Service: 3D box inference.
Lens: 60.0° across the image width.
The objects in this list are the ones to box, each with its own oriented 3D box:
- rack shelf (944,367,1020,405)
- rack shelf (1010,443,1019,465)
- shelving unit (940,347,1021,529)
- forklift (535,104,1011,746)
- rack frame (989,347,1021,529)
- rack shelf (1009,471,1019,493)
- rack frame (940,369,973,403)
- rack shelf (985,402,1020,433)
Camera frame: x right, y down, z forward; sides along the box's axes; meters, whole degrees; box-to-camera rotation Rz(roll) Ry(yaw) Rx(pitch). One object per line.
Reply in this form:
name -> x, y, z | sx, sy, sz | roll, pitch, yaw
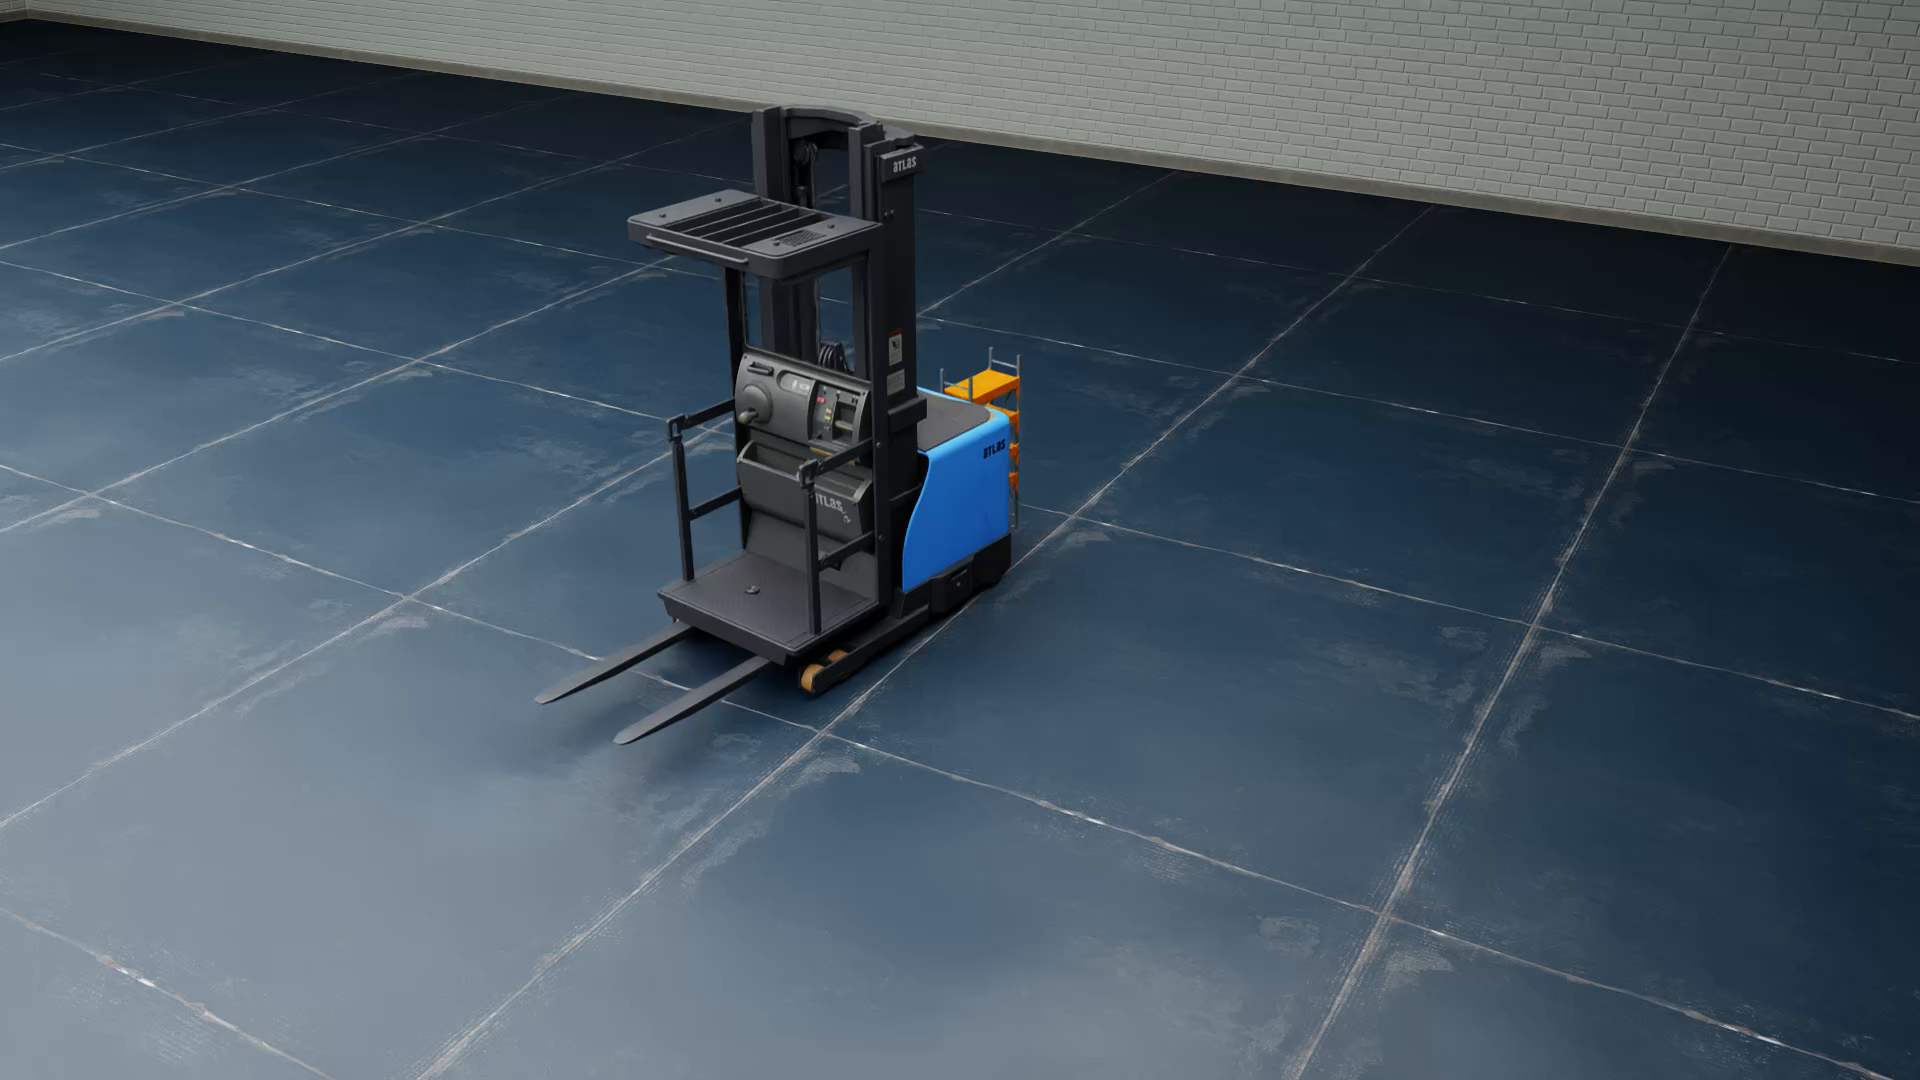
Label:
rack shelf -> 0.129, -0.913, 10.356 | 0.258, 0.148, 0.480 | 20, 33, 34
rack shelf -> 0.129, -0.502, 10.562 | 0.258, 0.148, 0.480 | 20, 33, 34
shelving unit -> 0.129, -0.562, 10.532 | 0.258, 1.200, 0.503 | 20, 33, 34
forklift -> -0.998, -0.719, 8.913 | 1.130, 2.935, 3.031 | 20, 33, 34
rack frame -> 0.282, -0.647, 10.702 | 0.240, 1.200, 0.015 | 20, 33, 34
rack shelf -> 0.129, -0.324, 10.651 | 0.258, 0.148, 0.480 | 20, 33, 34
rack frame -> -0.023, -0.476, 10.361 | 0.240, 1.200, 0.015 | 20, 33, 34
rack shelf -> 0.129, -0.702, 10.462 | 0.258, 0.148, 0.480 | 20, 33, 34
